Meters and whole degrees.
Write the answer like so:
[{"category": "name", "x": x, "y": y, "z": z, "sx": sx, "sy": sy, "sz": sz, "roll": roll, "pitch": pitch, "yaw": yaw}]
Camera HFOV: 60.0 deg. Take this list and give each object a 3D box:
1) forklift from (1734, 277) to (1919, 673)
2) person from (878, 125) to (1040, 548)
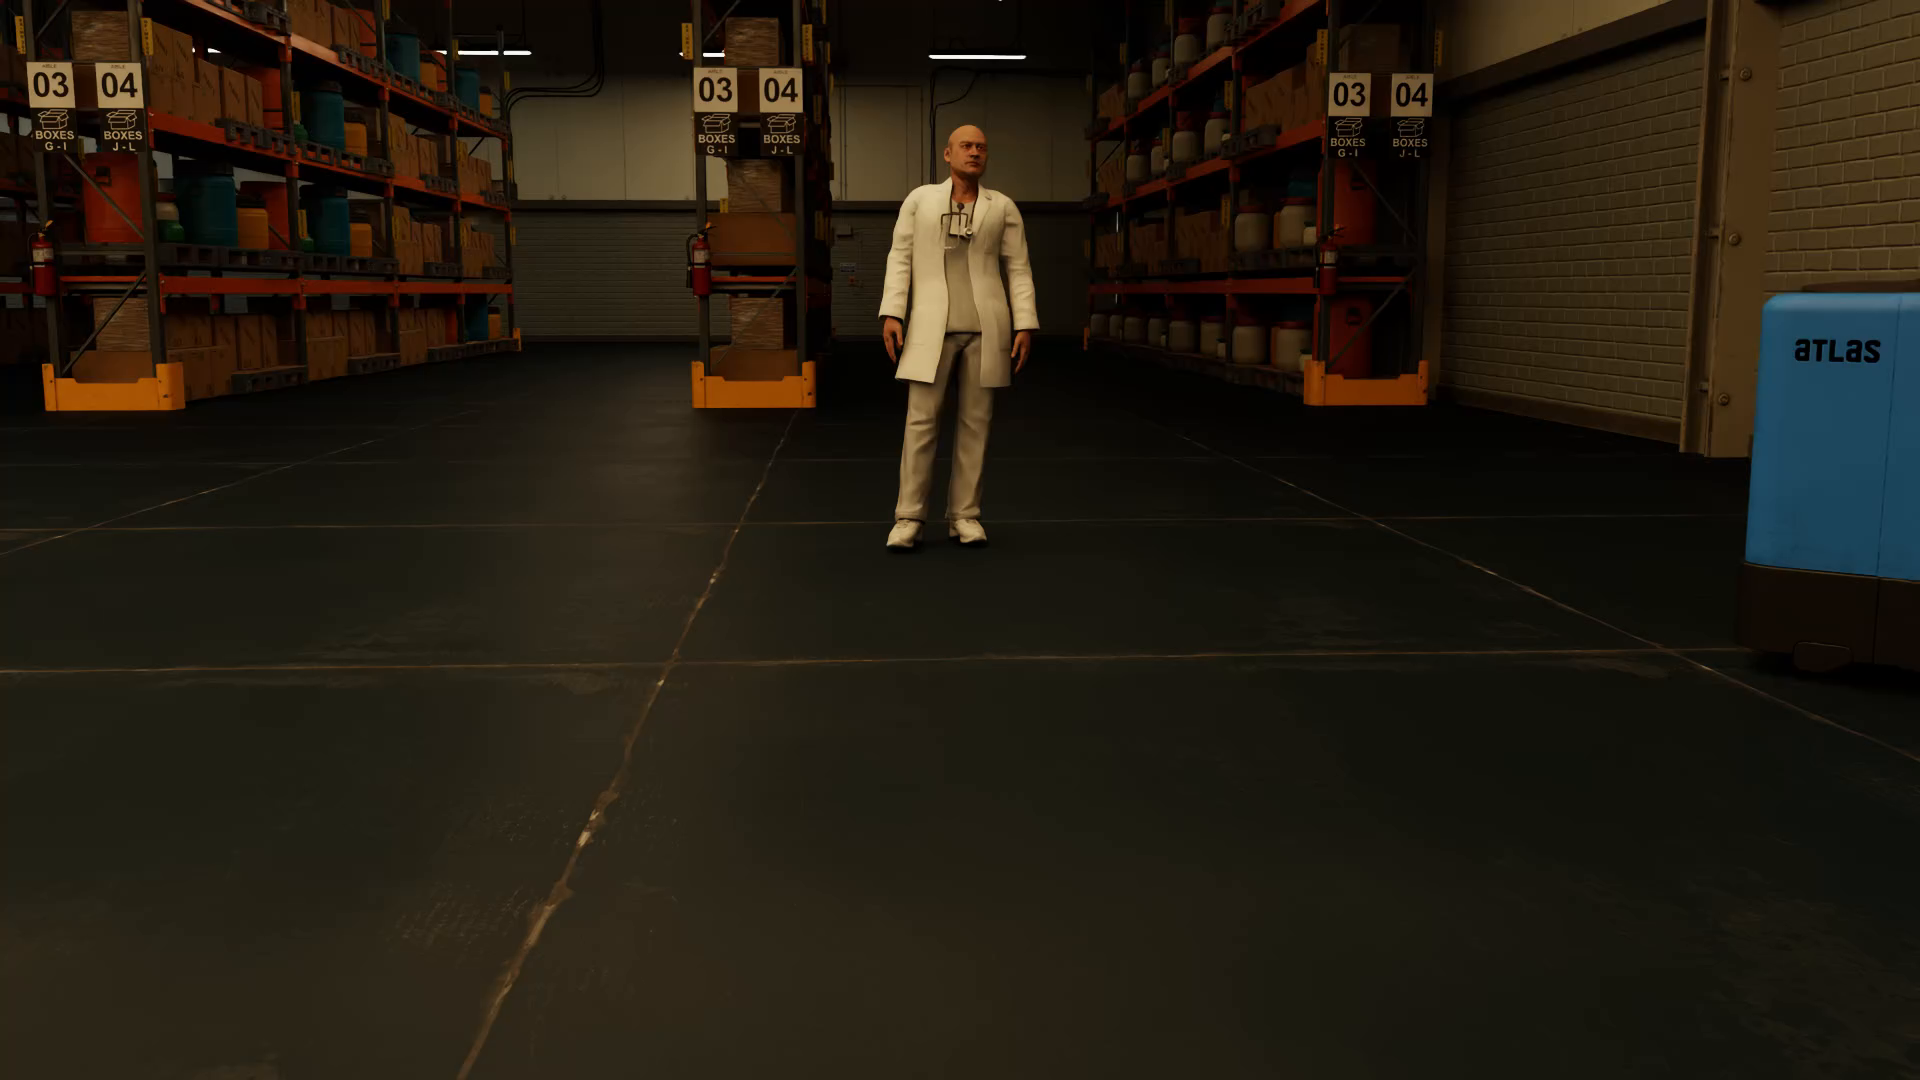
[{"category": "forklift", "x": 3.699, "y": -0.993, "z": 4.020, "sx": 3.031, "sy": 2.935, "sz": 1.130, "roll": 7, "pitch": 11, "yaw": 39}, {"category": "person", "x": 0.001, "y": -0.873, "z": 7.089, "sx": 0.694, "sy": 1.775, "sz": 0.581, "roll": -1, "pitch": 8, "yaw": -4}]
